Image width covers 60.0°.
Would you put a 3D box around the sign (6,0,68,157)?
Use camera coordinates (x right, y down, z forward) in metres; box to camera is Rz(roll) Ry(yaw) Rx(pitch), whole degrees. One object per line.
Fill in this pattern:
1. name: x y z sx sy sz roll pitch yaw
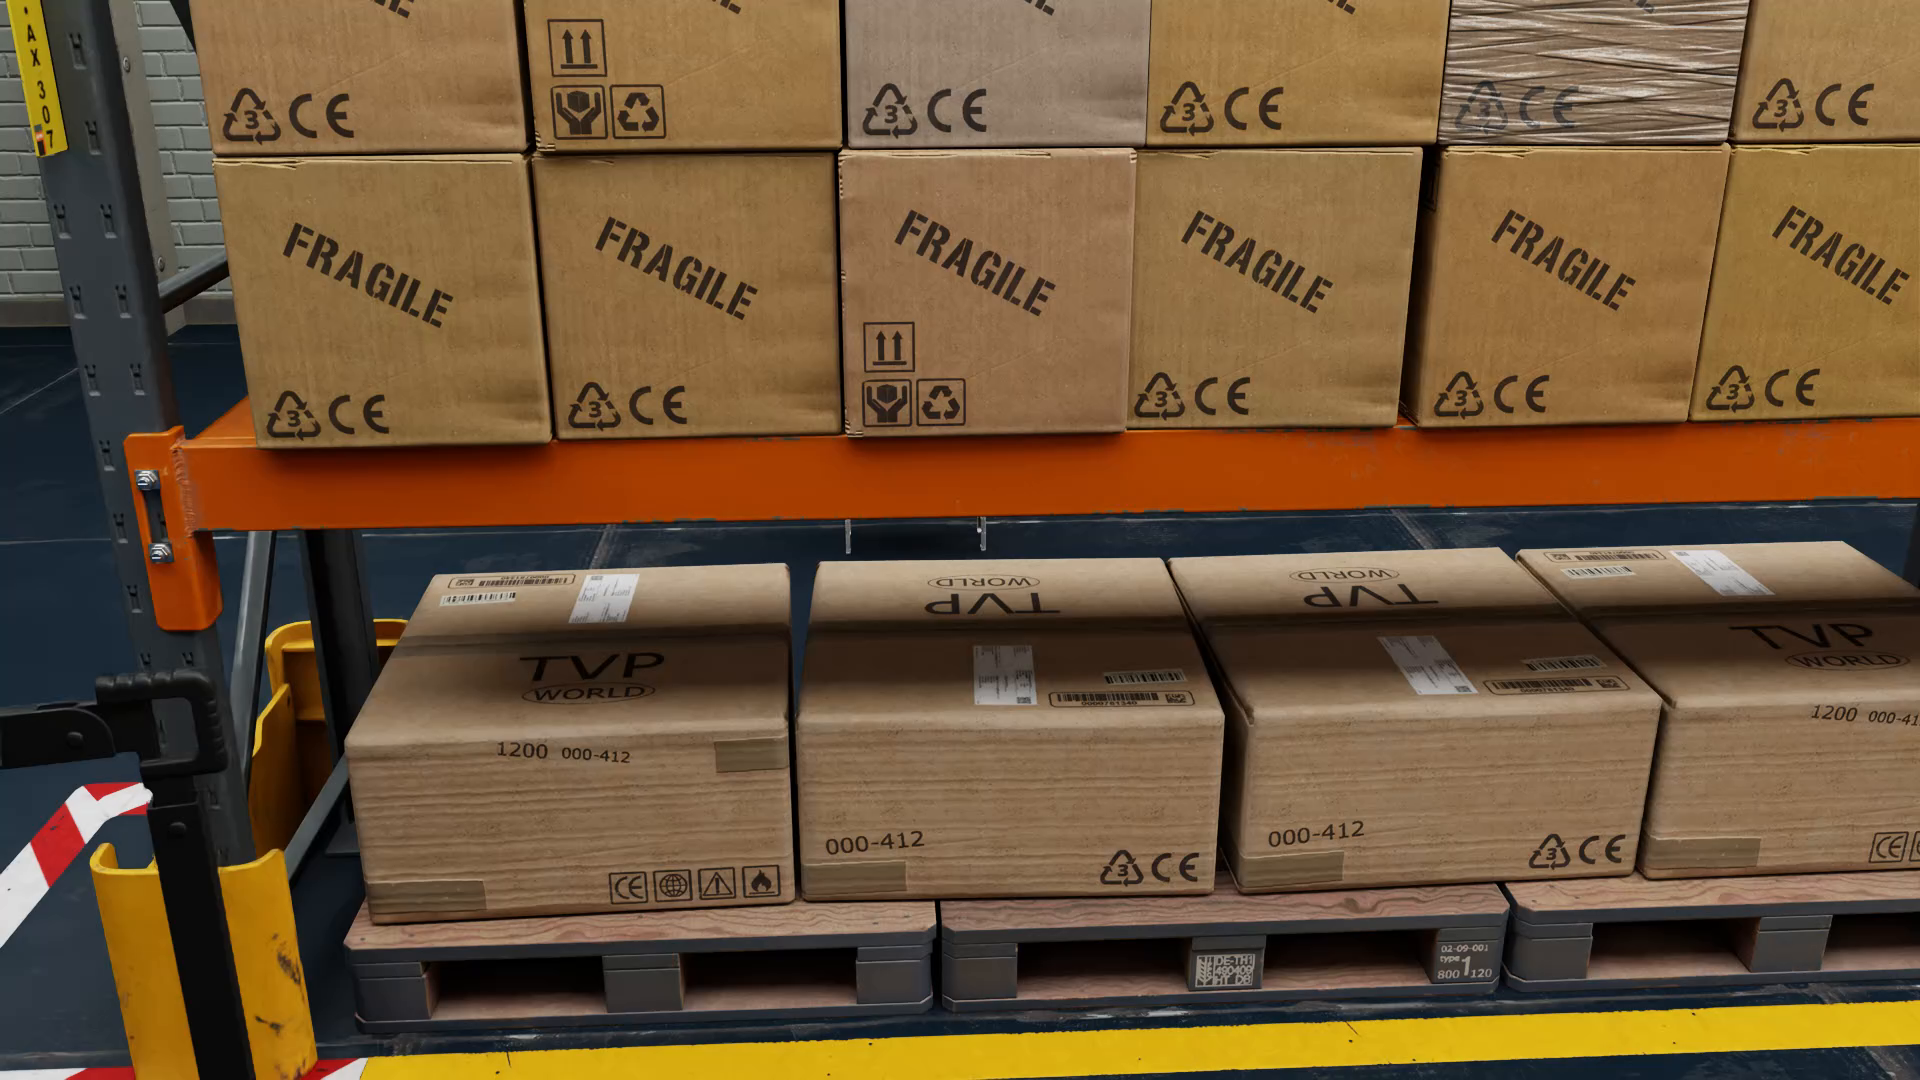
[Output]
1. sign: -1.450 -0.770 2.600 0.005 0.325 0.100 -1 21 -3

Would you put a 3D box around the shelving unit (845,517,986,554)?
1. shelving unit: -0.165 -0.557 5.899 0.503 1.200 0.258 -1 21 -3

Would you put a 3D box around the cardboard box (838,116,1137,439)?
1. cardboard box: 0.032 -0.504 3.089 0.500 0.500 0.500 -1 21 -3

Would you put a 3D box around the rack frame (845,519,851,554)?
1. rack frame: -0.409 -0.552 5.886 0.015 1.200 0.240 -1 21 -3

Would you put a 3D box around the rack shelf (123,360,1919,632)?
1. rack shelf: 0.521 -0.230 3.521 4.000 0.370 1.077 -1 21 -3

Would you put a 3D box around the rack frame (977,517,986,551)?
1. rack frame: 0.078 -0.562 5.912 0.015 1.200 0.240 -1 21 -3

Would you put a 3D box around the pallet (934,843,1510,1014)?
1. pallet: 0.533 0.710 3.960 1.213 0.211 1.003 -1 21 -3

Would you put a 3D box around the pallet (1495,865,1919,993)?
1. pallet: 1.754 0.684 4.028 1.213 0.211 1.003 -1 21 -3

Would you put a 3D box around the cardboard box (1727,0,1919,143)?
1. cardboard box: 1.555 -1.006 3.001 0.500 0.500 0.500 -1 21 -4

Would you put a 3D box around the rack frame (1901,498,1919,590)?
1. rack frame: 2.518 -0.607 3.499 0.127 3.000 1.000 -1 21 -3

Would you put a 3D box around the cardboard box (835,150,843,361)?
1. cardboard box: -0.508 -0.681 3.554 0.500 0.500 0.500 -2 21 -4

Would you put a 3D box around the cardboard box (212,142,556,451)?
1. cardboard box: -0.980 -0.480 3.026 0.500 0.500 0.500 -1 21 -3

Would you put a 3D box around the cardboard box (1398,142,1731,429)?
1. cardboard box: 1.055 -0.526 3.145 0.500 0.500 0.500 -1 21 -4

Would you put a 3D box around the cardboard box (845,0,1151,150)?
1. cardboard box: 0.048 -0.974 2.919 0.500 0.500 0.500 -1 21 -3

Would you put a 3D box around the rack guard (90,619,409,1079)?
1. rack guard: -1.500 0.643 3.729 0.348 0.500 1.175 -1 21 -3

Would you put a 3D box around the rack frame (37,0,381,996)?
1. rack frame: -1.476 -0.526 3.286 0.127 3.000 1.000 -1 21 -3

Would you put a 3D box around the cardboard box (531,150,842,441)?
1. cardboard box: -0.477 -0.500 3.079 0.500 0.500 0.500 -1 21 -4

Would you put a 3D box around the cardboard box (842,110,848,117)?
1. cardboard box: 0.005 -0.695 3.590 0.500 0.500 0.500 -1 21 -1

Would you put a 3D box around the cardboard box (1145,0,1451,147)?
1. cardboard box: 0.546 -0.985 2.946 0.500 0.500 0.500 -1 21 -3

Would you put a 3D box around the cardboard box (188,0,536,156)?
1. cardboard box: -0.980 -0.948 2.850 0.500 0.500 0.500 -2 21 -4

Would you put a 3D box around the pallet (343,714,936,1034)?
1. pallet: -0.682 0.734 3.898 1.213 0.211 1.003 -1 21 -3

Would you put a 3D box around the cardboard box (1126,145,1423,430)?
1. cardboard box: 0.531 -0.520 3.131 0.500 0.500 0.500 0 21 -1

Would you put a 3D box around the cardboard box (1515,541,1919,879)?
1. cardboard box: 1.885 0.369 3.947 0.875 0.438 0.875 -1 21 -4

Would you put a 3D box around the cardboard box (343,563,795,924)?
1. cardboard box: -0.823 0.427 3.796 0.875 0.438 0.875 -2 21 -5

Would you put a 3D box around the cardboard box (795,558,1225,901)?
1. cardboard box: 0.090 0.405 3.852 0.875 0.438 0.875 -1 21 -2

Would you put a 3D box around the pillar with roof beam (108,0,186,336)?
1. pillar with roof beam: -4.261 -3.829 3.530 0.400 9.000 9.100 -1 21 -3

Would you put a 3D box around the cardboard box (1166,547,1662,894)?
1. cardboard box: 0.991 0.387 3.899 0.875 0.438 0.875 -2 21 -5

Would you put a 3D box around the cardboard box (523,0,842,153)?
1. cardboard box: -0.465 -0.961 2.884 0.500 0.500 0.500 -2 21 -5

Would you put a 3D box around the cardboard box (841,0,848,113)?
1. cardboard box: 0.006 -1.164 3.417 0.500 0.500 0.500 -1 21 -3

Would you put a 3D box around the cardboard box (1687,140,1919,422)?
1. cardboard box: 1.556 -0.541 3.186 0.500 0.500 0.500 -2 21 -4

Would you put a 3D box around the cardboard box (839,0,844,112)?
1. cardboard box: -0.488 -1.155 3.393 0.500 0.500 0.500 -1 21 -3

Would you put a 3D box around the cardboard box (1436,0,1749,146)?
1. cardboard box: 1.048 -0.992 2.965 0.500 0.500 0.500 -1 21 -2
